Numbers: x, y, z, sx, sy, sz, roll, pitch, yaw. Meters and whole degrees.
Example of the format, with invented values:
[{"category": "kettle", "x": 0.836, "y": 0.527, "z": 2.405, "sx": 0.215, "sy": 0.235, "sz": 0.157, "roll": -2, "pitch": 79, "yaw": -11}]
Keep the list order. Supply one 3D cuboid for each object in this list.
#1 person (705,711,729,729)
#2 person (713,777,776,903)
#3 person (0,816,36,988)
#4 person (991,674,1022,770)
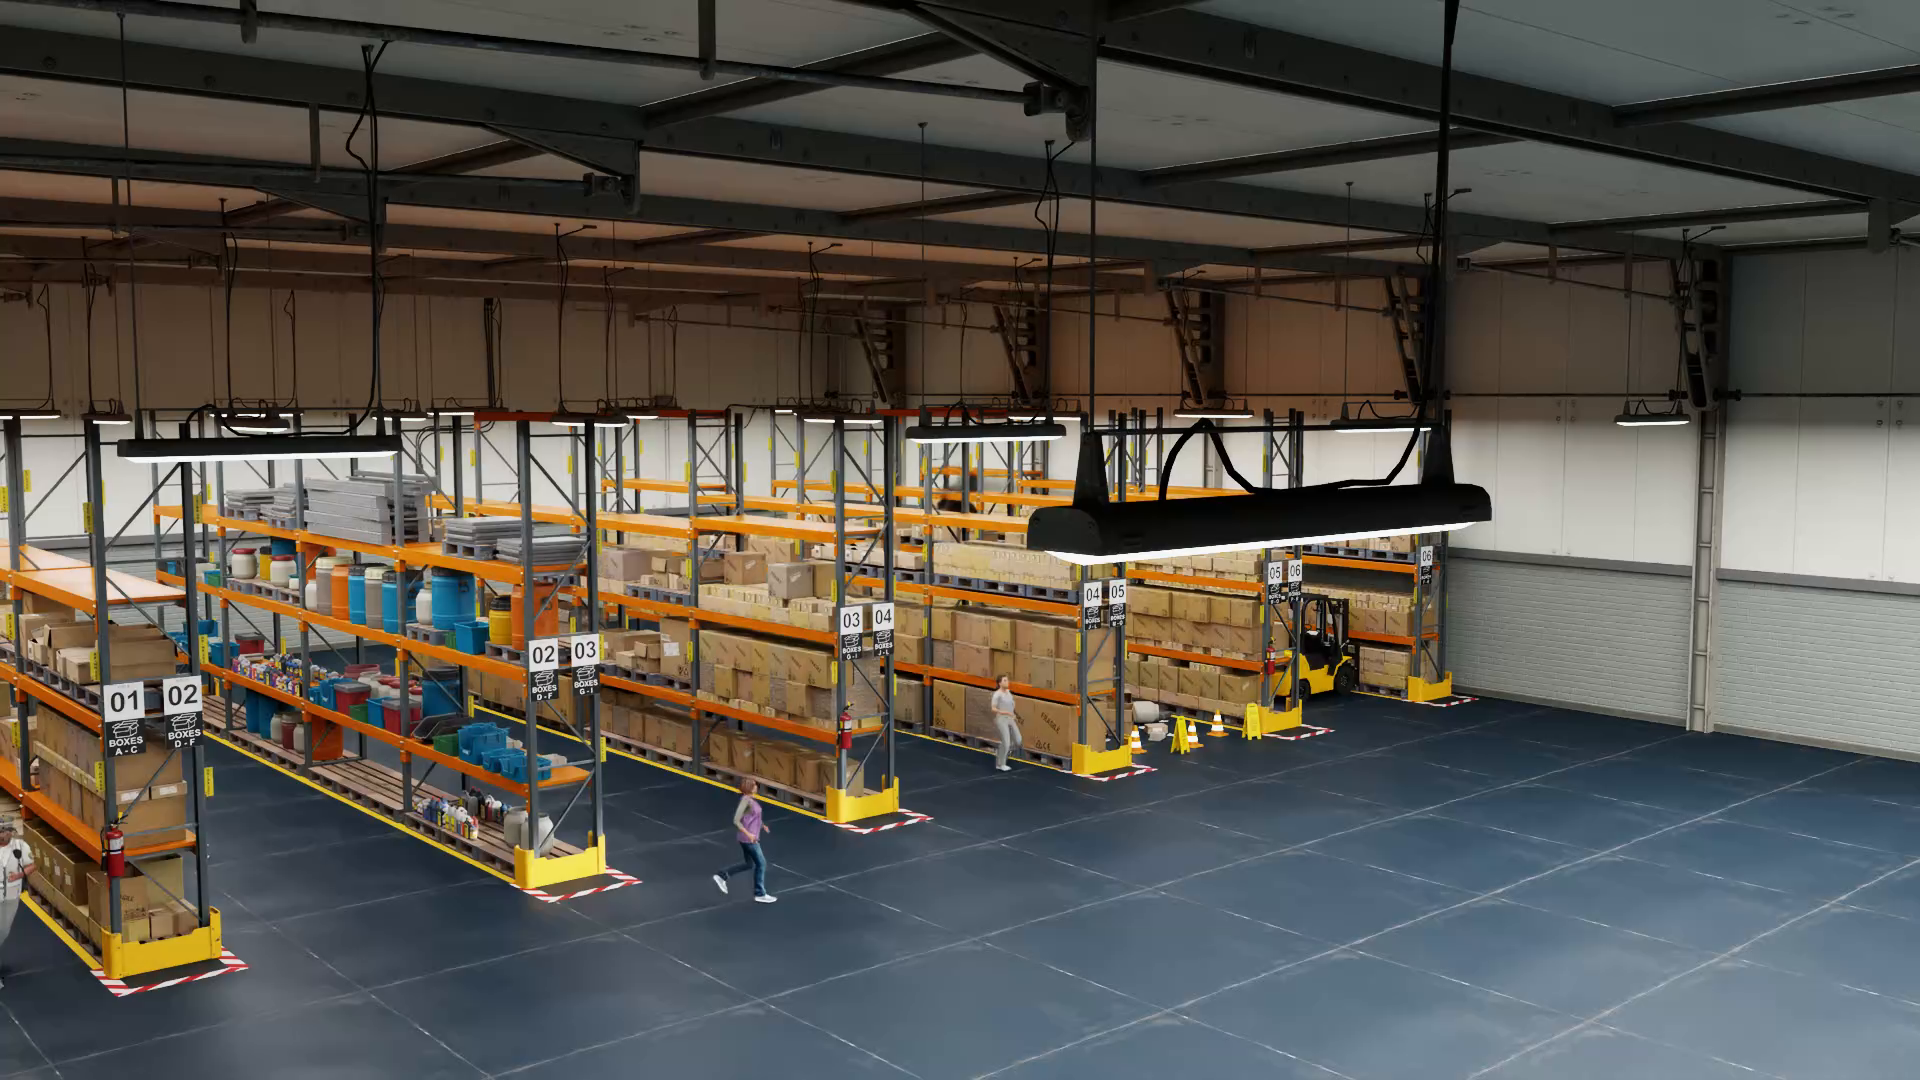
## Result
[{"category": "person", "x": -4.577, "y": 2.770, "z": 31.495, "sx": 0.673, "sy": 1.668, "sz": 0.582, "roll": 5, "pitch": 7, "yaw": 45}, {"category": "person", "x": -2.684, "y": 3.735, "z": 20.676, "sx": 0.786, "sy": 1.576, "sz": 0.561, "roll": 0, "pitch": 5, "yaw": -4}, {"category": "person", "x": -10.418, "y": 3.887, "z": 18.074, "sx": 0.834, "sy": 1.839, "sz": 0.660, "roll": 5, "pitch": 7, "yaw": 44}, {"category": "person", "x": 0.780, "y": 3.061, "z": 27.914, "sx": 0.564, "sy": 1.625, "sz": 0.557, "roll": 5, "pitch": 7, "yaw": 43}]
